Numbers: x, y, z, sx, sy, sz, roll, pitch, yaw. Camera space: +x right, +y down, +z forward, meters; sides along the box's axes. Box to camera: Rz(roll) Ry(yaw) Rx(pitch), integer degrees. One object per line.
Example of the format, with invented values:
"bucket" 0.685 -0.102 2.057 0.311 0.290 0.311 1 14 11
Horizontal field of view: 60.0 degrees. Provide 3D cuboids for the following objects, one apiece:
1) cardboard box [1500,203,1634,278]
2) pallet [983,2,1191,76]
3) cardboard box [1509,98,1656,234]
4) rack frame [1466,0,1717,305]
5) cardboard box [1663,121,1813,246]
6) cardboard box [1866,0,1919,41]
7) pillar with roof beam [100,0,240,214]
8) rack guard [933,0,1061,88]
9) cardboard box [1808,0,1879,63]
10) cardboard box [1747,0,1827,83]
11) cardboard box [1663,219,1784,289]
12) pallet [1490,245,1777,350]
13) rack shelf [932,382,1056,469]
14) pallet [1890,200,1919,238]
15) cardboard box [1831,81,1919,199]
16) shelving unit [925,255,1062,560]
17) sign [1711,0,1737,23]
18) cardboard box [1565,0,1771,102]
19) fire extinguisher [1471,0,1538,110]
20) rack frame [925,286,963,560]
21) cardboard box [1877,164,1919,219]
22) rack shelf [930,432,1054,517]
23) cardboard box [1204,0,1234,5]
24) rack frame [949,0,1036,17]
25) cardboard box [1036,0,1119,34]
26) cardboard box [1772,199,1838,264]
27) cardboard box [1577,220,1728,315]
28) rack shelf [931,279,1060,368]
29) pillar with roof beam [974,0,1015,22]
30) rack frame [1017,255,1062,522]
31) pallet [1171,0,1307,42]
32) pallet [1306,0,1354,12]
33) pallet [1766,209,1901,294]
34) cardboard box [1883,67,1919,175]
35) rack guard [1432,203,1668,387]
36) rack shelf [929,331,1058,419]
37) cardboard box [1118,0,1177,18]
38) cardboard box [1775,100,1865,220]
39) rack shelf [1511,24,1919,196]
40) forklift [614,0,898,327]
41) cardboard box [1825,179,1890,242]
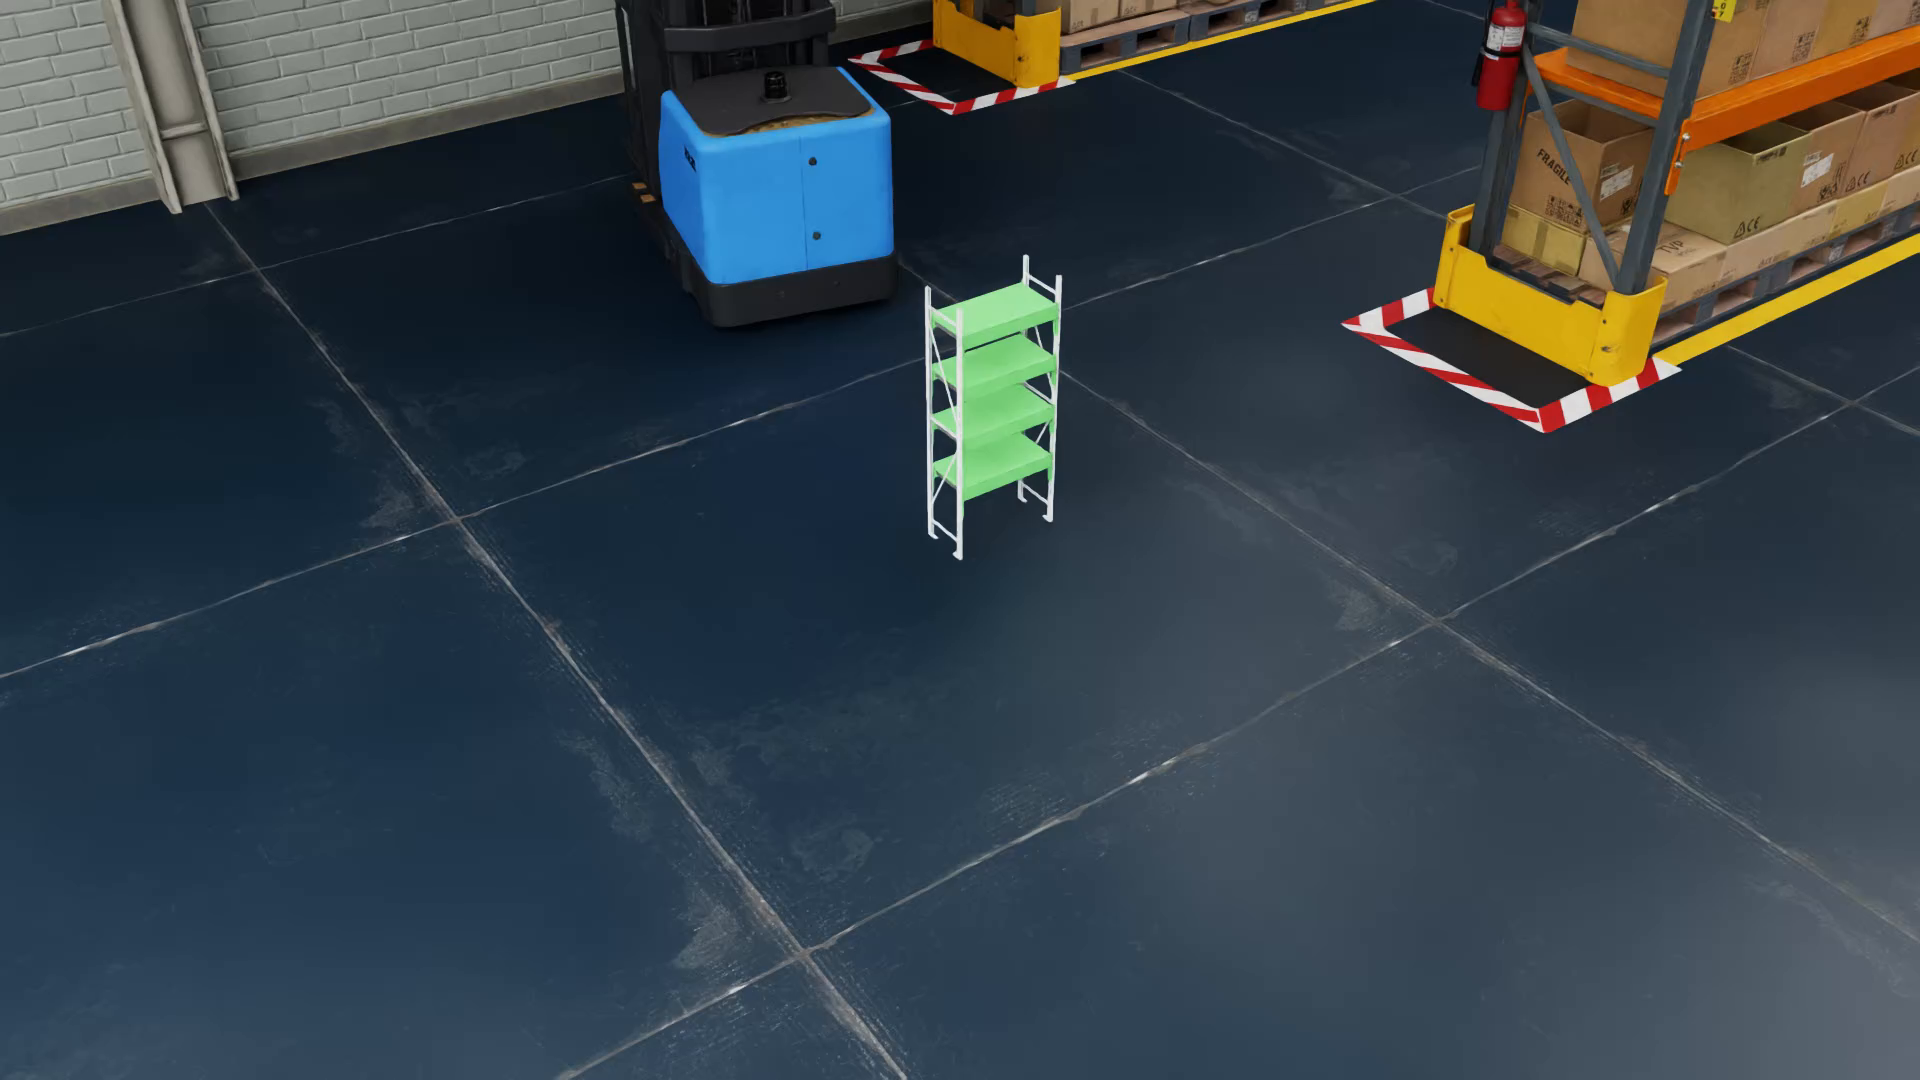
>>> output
"cardboard box" 3.314 -1.690 9.026 0.500 0.250 0.500 -22 41 -28
"pallet" 0.935 -3.827 12.391 1.213 0.211 1.003 -22 41 -28
"cardboard box" 3.312 -1.996 8.809 0.500 0.500 0.500 -22 41 -28
"rack frame" 3.045 -2.314 7.899 0.127 3.000 1.000 -22 41 -28
"cardboard box" 4.020 -1.916 8.699 0.500 0.500 0.500 -22 41 -28
"cardboard box" 4.698 -3.028 8.806 0.500 0.500 0.700 -21 41 -27
"pillar with roof beam" -2.162 -3.688 4.671 0.400 9.000 9.100 -22 41 -28
"rack guard" 0.251 -3.688 11.950 0.348 0.500 1.175 -22 41 -28
"cardboard box" 4.270 -2.849 8.557 0.500 0.500 0.700 -22 41 -28
"cardboard box" 3.861 -2.685 8.329 0.500 0.500 0.700 -21 41 -27
"cardboard box" 4.019 -1.613 8.919 0.500 0.250 0.500 -22 41 -28
"pallet" 3.646 -1.460 9.099 1.213 0.211 1.003 -22 41 -28
"rack shelf" 0.135 -0.491 7.014 0.480 0.148 0.258 -22 41 -28
"pallet" 5.641 -2.280 10.240 1.213 0.211 1.003 -22 41 -28
"cardboard box" 4.840 -2.251 9.163 0.500 0.500 0.500 -22 41 -28
"shelving unit" 0.135 -0.543 6.977 0.503 1.200 0.258 -22 41 -28
"sign" 3.360 -2.431 7.252 0.005 0.325 0.100 -22 41 -28
"cardboard box" 3.434 -2.506 8.080 0.500 0.500 0.700 -22 41 -28
"fire extinguisher" 2.681 -2.465 8.175 0.183 0.674 0.296 -22 41 -28
"rack frame" -0.064 -0.461 6.863 0.015 1.200 0.240 -22 41 -28
"cardboard box" 5.247 -2.115 9.617 0.500 0.250 0.500 -22 41 -28
"rack shelf" 0.135 -0.296 7.155 0.480 0.148 0.258 -22 41 -28
"cardboard box" 1.901 -4.446 12.626 0.500 0.500 0.700 -25 43 -31
"rack frame" 0.189 -4.677 11.185 0.127 3.000 1.000 -22 41 -28
"cardboard box" 0.806 -3.954 12.105 0.500 0.311 0.500 -28 44 -33
"cardboard box" 4.427 -1.781 9.152 0.500 0.250 0.500 -22 41 -28
"cardboard box" 3.612 -1.443 8.682 0.500 0.250 0.500 -22 41 -28
"rack shelf" 0.135 -0.881 6.734 0.480 0.148 0.258 -22 41 -28
"pillar with roof beam" 2.743 -5.707 7.478 0.400 9.000 9.100 -22 41 -28
"rack frame" 0.335 -0.625 7.091 0.015 1.200 0.240 -22 41 -28
"pallet" 1.932 -4.235 12.958 1.213 0.211 1.003 -22 41 -28
"pallet" 2.930 -4.648 13.532 1.213 0.211 1.003 -22 41 -28
"pallet" 4.643 -1.868 9.666 1.213 0.211 1.003 -22 41 -28
"cardboard box" 5.240 -2.426 9.407 0.500 0.500 0.500 -22 41 -28
"rack guard" 3.026 -1.292 8.618 0.348 0.500 1.175 -22 41 -28
"rack shelf" 0.135 -0.686 6.874 0.480 0.148 0.258 -22 41 -28
"cardboard box" 1.272 -4.146 12.372 0.500 0.311 0.500 -19 40 -24
"cardboard box" 4.421 -2.091 8.941 0.500 0.500 0.500 -22 41 -28
"rack shelf" 4.680 -2.695 9.044 4.000 0.370 1.077 -22 41 -28
"forklift" -1.355 -3.156 9.129 1.130 2.935 3.031 -13 38 -18
"cardboard box" 4.839 -1.947 9.383 0.500 0.250 0.500 -22 41 -28
